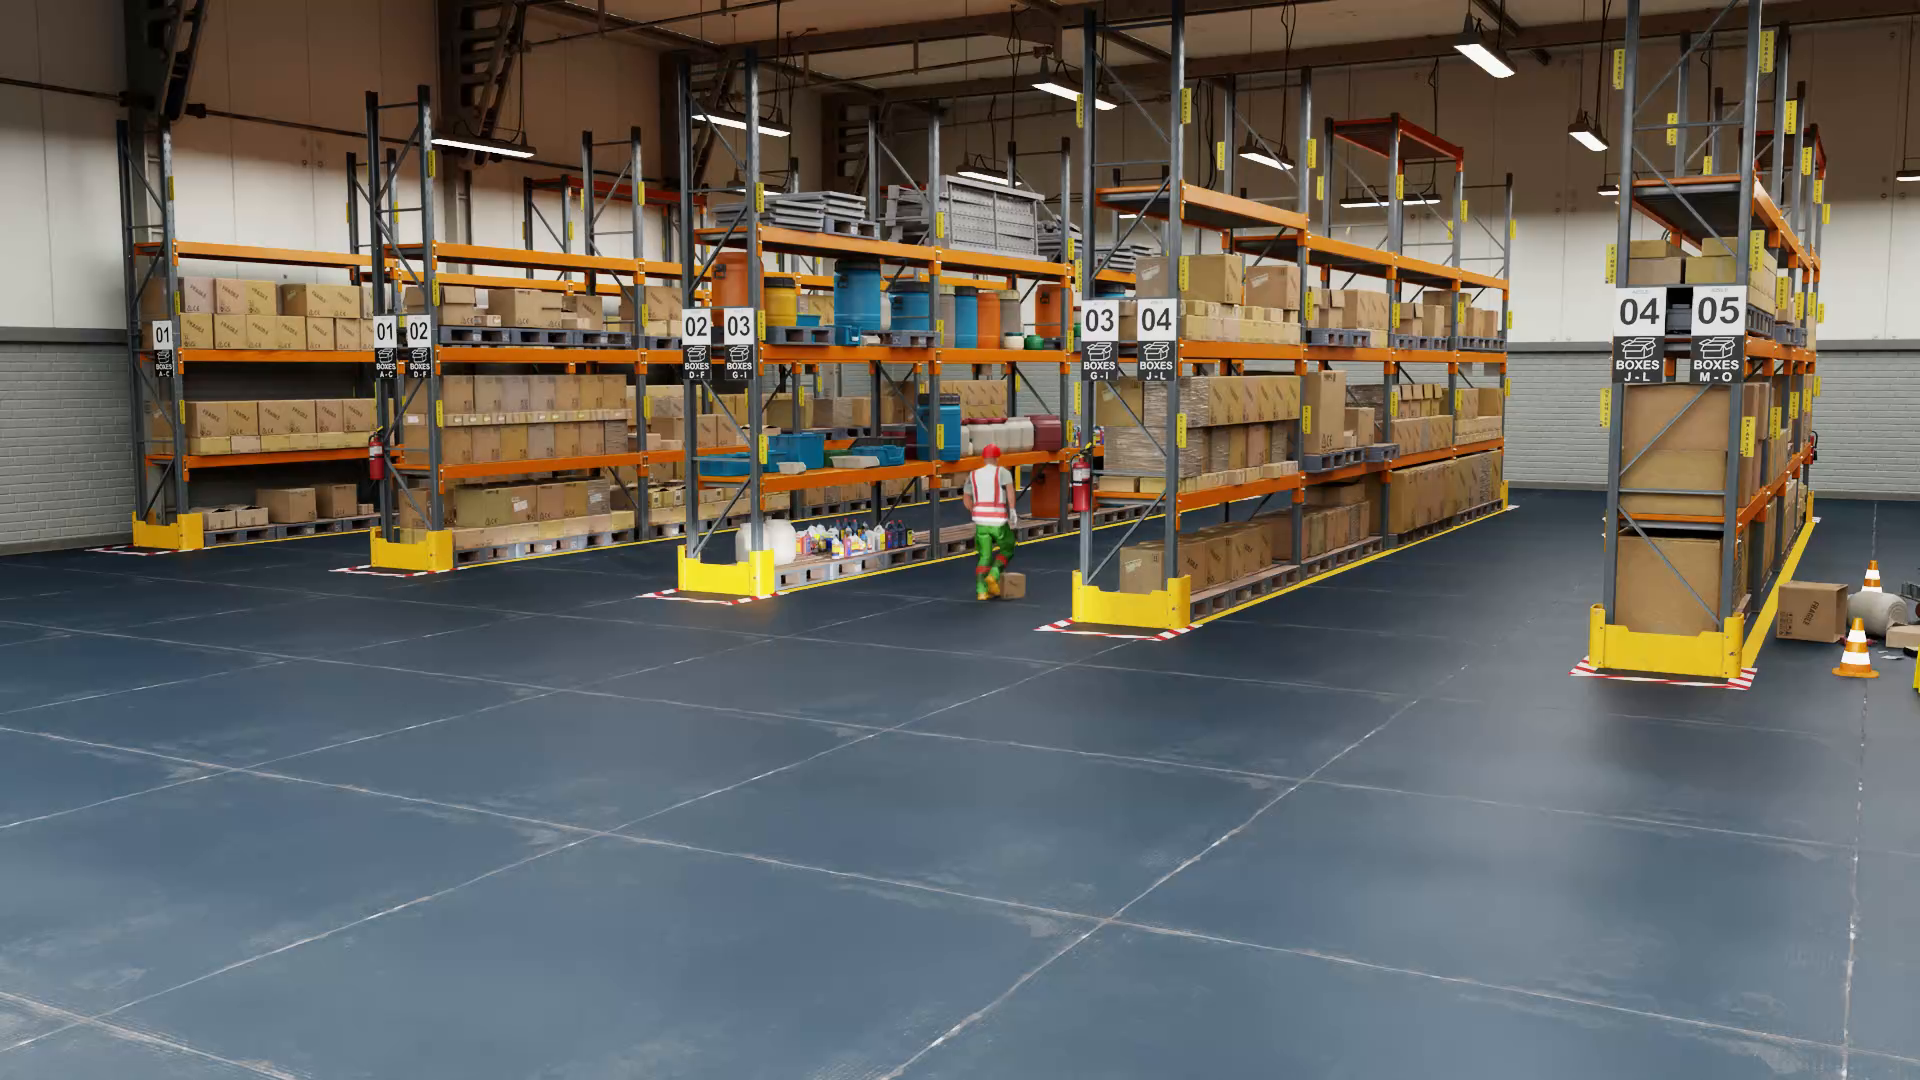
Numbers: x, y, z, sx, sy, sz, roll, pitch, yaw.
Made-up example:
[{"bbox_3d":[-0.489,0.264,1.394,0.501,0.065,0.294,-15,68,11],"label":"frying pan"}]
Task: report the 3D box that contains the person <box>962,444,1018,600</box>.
[{"bbox_3d":[0.366,-0.210,18.402,0.746,1.701,0.606,2,6,22],"label":"person"}]
